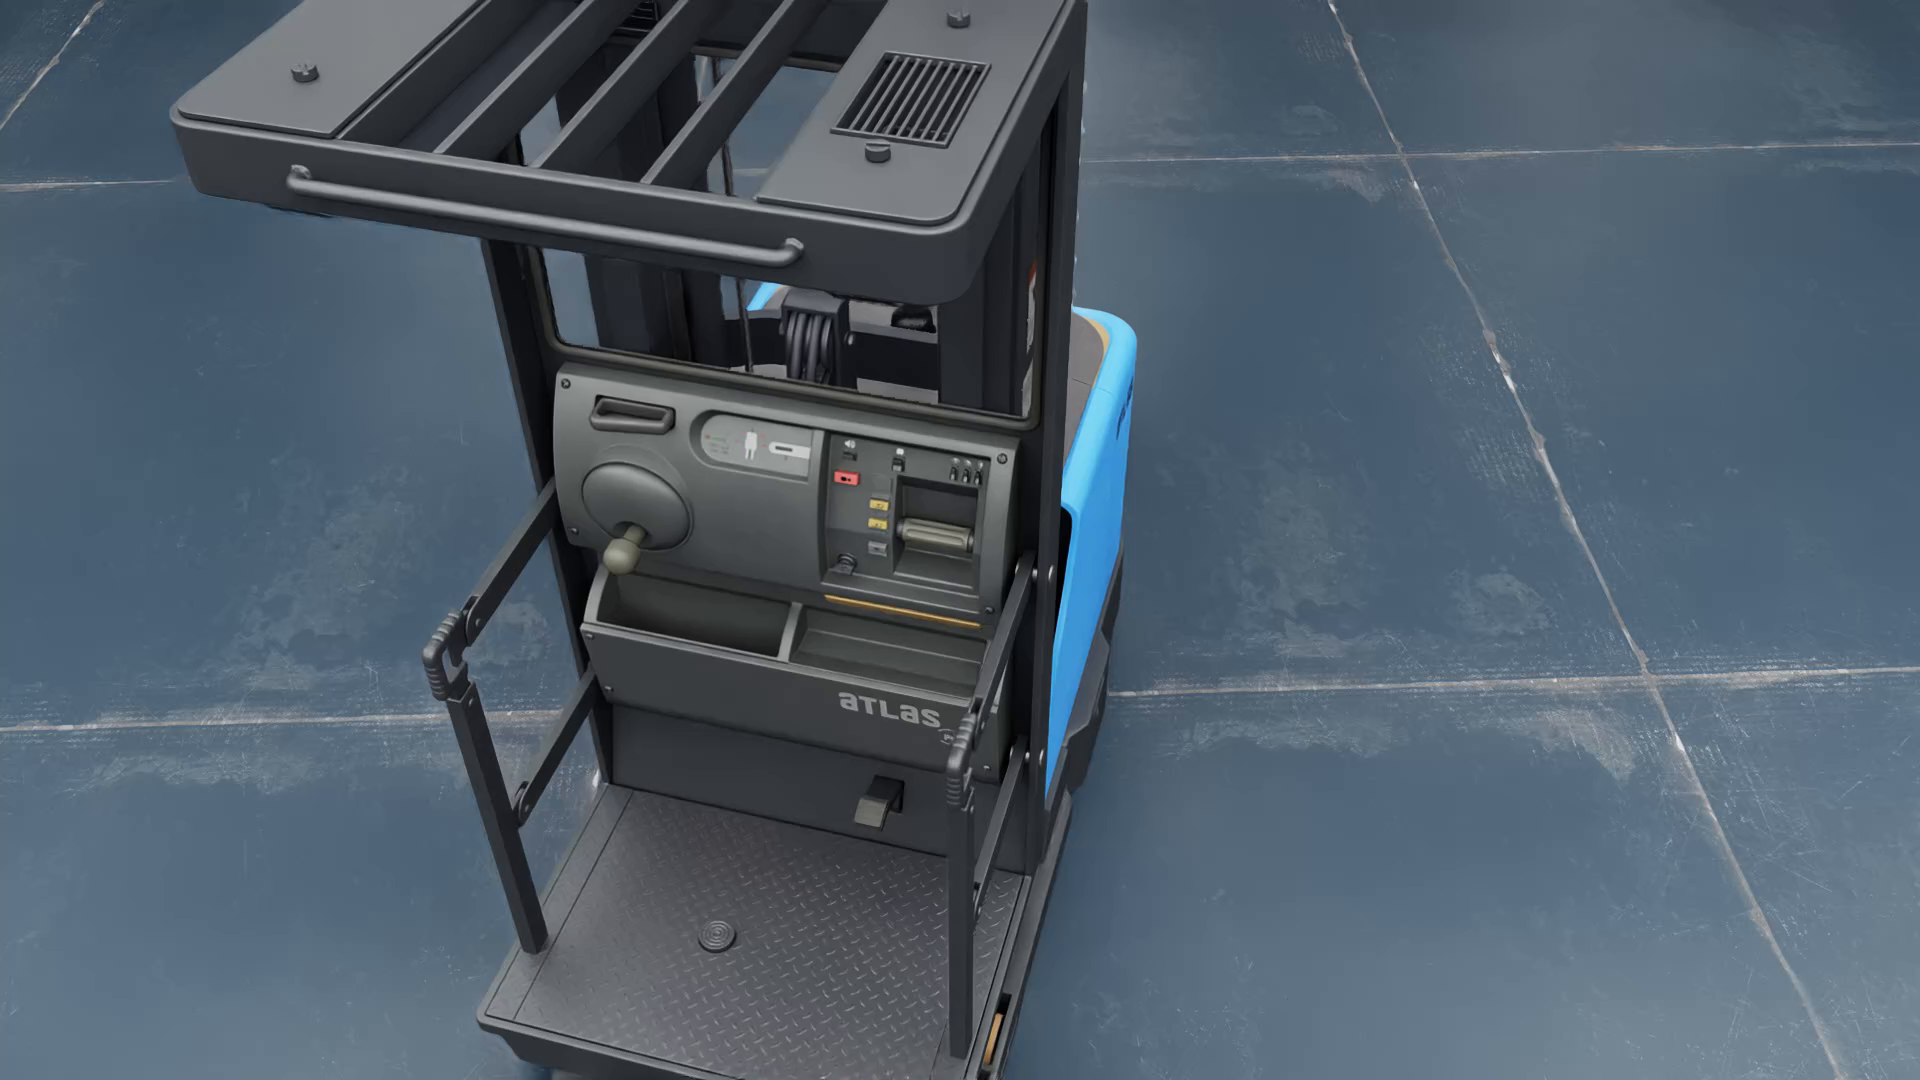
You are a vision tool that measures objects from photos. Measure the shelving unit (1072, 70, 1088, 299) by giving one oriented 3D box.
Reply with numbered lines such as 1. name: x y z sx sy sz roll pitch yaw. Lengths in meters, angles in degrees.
1. shelving unit: 0.126 -0.724 4.930 0.431 1.500 0.755 3 43 4

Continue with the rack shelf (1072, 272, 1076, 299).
1. rack shelf: 0.126 -0.484 5.150 0.431 0.370 0.720 3 43 4

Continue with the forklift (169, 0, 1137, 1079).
1. forklift: -0.406 0.004 3.077 1.130 2.935 3.031 10 44 11

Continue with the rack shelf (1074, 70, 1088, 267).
1. rack shelf: 0.126 -1.012 4.666 0.431 0.370 0.720 3 43 4
